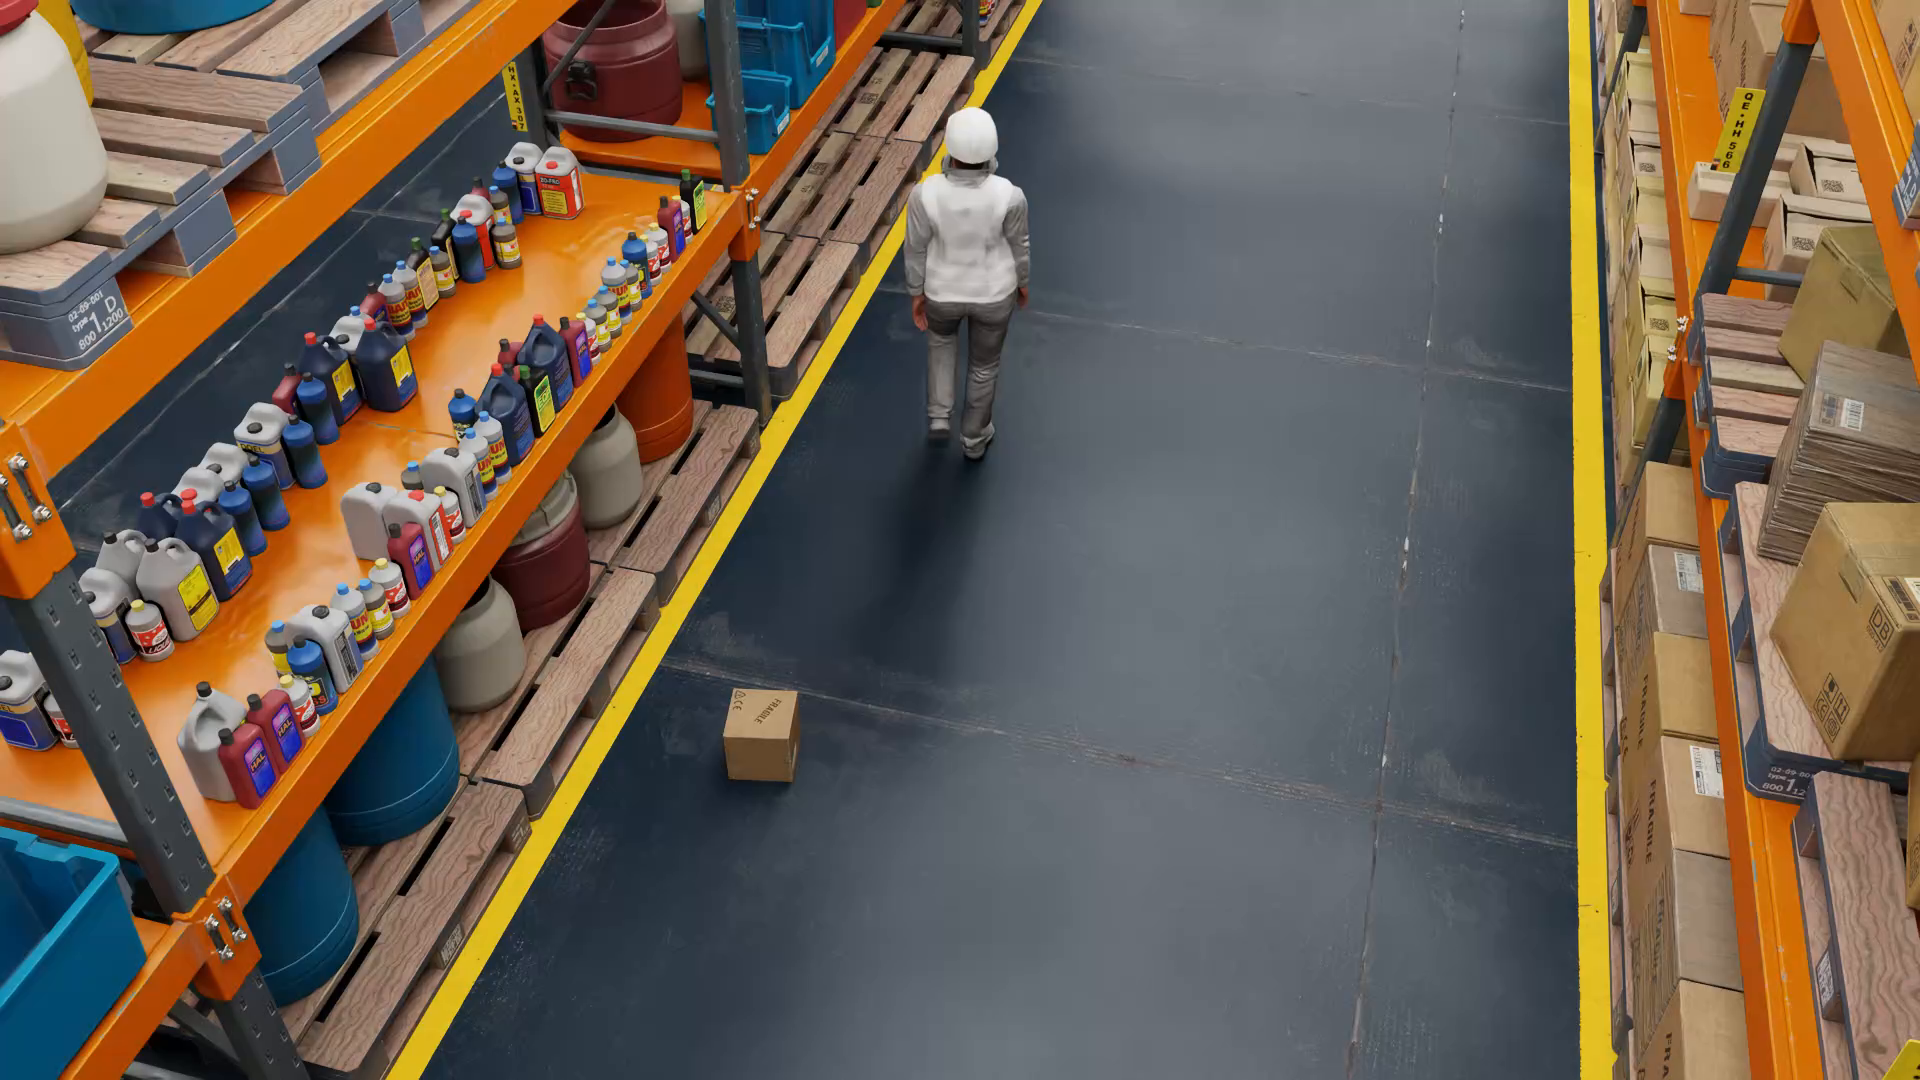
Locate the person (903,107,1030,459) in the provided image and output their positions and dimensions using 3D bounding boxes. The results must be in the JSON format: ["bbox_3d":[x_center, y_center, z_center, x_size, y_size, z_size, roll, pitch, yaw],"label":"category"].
[{"bbox_3d":[0.042,-1.150,7.456,0.541,1.790,0.467,5,41,6],"label":"person"}]
